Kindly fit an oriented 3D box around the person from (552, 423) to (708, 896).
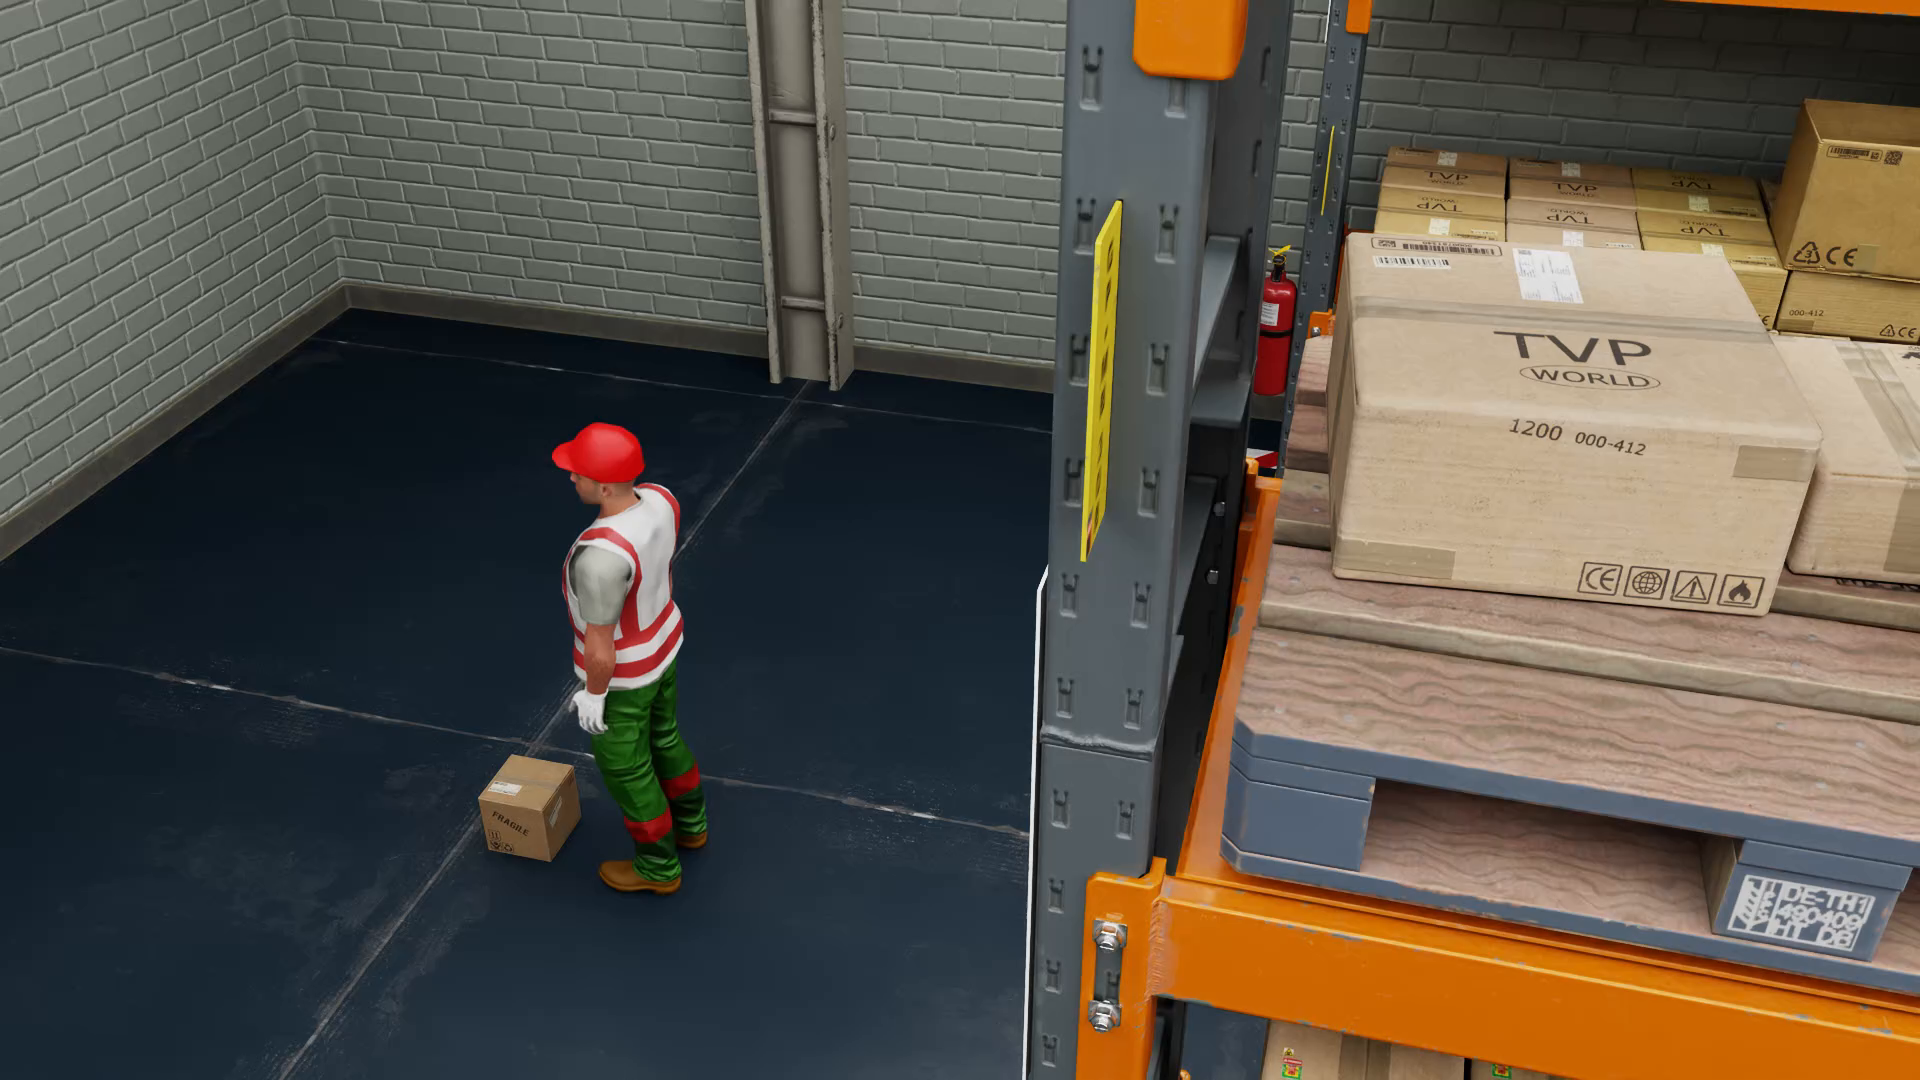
[{"bbox_3d":[-1.089,0.404,5.484,0.335,1.785,0.524,9,34,14],"label":"person"}]
